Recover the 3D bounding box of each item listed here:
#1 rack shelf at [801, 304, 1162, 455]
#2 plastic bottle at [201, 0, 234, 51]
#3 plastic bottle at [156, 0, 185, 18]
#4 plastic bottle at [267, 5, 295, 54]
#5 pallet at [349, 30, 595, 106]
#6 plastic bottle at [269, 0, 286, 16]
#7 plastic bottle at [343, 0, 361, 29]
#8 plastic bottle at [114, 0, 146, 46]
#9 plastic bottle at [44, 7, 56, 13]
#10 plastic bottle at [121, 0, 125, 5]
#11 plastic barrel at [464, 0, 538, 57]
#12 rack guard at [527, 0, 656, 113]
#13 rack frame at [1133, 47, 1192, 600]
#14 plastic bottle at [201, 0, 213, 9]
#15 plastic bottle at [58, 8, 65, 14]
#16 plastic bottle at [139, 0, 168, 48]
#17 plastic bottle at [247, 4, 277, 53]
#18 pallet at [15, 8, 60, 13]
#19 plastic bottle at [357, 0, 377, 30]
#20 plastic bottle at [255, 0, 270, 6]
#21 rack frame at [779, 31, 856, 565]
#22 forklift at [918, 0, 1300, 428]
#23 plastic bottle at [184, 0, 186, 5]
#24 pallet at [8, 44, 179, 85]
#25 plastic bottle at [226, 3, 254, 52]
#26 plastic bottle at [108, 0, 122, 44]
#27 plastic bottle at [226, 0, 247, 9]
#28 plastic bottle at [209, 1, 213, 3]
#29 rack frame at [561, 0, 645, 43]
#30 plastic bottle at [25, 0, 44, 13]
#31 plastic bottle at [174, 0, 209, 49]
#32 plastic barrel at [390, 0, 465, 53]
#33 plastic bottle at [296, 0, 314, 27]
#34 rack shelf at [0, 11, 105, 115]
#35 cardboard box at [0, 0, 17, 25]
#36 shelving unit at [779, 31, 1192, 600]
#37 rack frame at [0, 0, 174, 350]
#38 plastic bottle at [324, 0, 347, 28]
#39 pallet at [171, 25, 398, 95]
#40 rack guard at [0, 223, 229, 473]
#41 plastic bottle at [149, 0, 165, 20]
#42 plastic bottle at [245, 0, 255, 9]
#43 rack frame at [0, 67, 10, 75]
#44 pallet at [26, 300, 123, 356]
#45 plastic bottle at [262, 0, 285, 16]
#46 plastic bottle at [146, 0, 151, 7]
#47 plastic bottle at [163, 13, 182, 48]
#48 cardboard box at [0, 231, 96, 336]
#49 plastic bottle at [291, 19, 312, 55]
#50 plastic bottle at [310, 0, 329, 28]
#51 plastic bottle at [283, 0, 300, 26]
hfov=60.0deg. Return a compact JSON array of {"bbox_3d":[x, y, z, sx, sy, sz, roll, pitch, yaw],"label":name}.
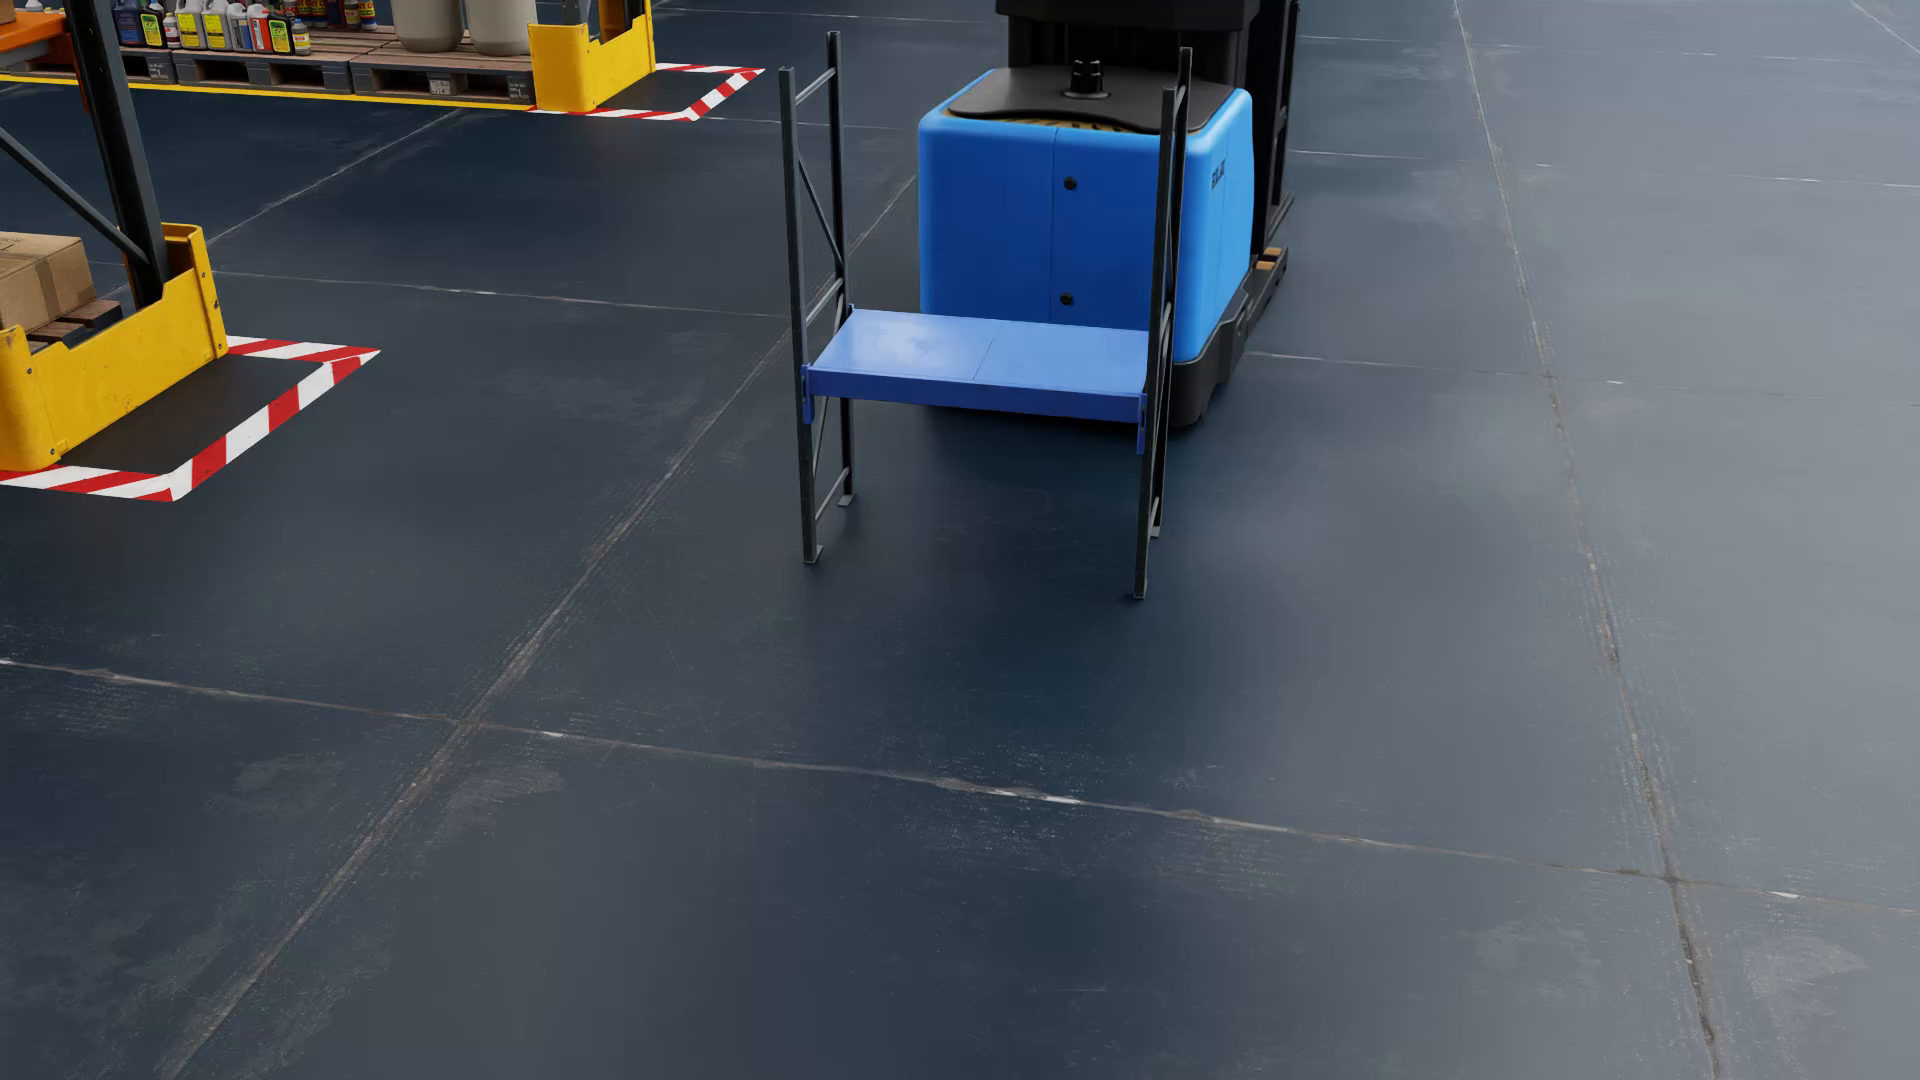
[{"bbox_3d":[0.083,-0.492,4.961,1.000,0.185,0.538,6,29,11],"label":"rack shelf"},{"bbox_3d":[-4.604,-3.236,10.337,0.185,0.351,0.144,7,29,13],"label":"plastic bottle"},{"bbox_3d":[-5.217,-3.539,10.968,0.135,0.276,0.152,6,29,11],"label":"plastic bottle"},{"bbox_3d":[-4.183,-3.143,10.237,0.133,0.283,0.061,7,29,12],"label":"plastic bottle"},{"bbox_3d":[-3.054,-3.006,10.521,1.213,0.211,1.003,6,29,11],"label":"pallet"},{"bbox_3d":[-4.516,-3.549,10.992,0.097,0.271,0.097,0,29,0],"label":"plastic bottle"},{"bbox_3d":[-3.986,-3.464,10.909,0.097,0.201,0.097,0,29,0],"label":"plastic bottle"},{"bbox_3d":[-5.201,-3.297,10.449,0.185,0.351,0.144,5,29,8],"label":"plastic bottle"},{"bbox_3d":[-5.769,-3.278,10.570,0.097,0.201,0.097,0,29,0],"label":"plastic bottle"},{"bbox_3d":[-5.356,-3.384,10.607,0.185,0.351,0.144,6,29,11],"label":"plastic bottle"},{"bbox_3d":[-2.836,-3.283,10.276,0.421,0.512,0.421,0,29,0],"label":"plastic barrel"},{"bbox_3d":[-2.261,-3.049,10.298,0.348,0.500,1.175,6,29,11],"label":"rack guard"},{"bbox_3d":[0.581,-0.598,4.781,0.032,1.500,0.500,6,29,11],"label":"rack frame"},{"bbox_3d":[-4.779,-3.294,10.521,0.135,0.276,0.152,6,29,11],"label":"plastic bottle"},{"bbox_3d":[-5.670,-3.268,10.552,0.097,0.201,0.097,0,29,0],"label":"plastic bottle"},{"bbox_3d":[-5.049,-3.231,10.399,0.133,0.283,0.061,7,30,13],"label":"plastic bottle"},{"bbox_3d":[-4.305,-3.174,10.303,0.135,0.276,0.152,6,29,11],"label":"plastic bottle"},{"bbox_3d":[-6.865,-3.398,11.237,1.213,0.211,1.003,6,29,11],"label":"pallet"},{"bbox_3d":[-3.885,-3.484,10.873,0.097,0.271,0.097,0,29,0],"label":"plastic bottle"},{"bbox_3d":[-4.616,-3.528,11.027,0.097,0.201,0.097,0,29,0],"label":"plastic bottle"},{"bbox_3d":[-0.414,-0.700,4.967,0.032,1.500,0.500,6,29,11],"label":"rack frame"},{"bbox_3d":[0.804,-2.370,6.527,1.130,2.935,3.031,9,30,17],"label":"forklift"},{"bbox_3d":[-5.211,-3.643,11.082,0.185,0.351,0.144,4,29,8],"label":"plastic bottle"},{"bbox_3d":[-5.441,-3.251,10.968,1.213,0.211,1.003,6,29,11],"label":"pallet"},{"bbox_3d":[-4.441,-3.188,10.328,0.135,0.276,0.152,5,29,9],"label":"plastic bottle"},{"bbox_3d":[-5.386,-3.316,10.484,0.185,0.351,0.144,7,29,12],"label":"plastic bottle"},{"bbox_3d":[-4.759,-3.513,10.914,0.133,0.283,0.061,6,29,11],"label":"plastic bottle"},{"bbox_3d":[-4.891,-3.531,10.946,0.133,0.283,0.061,6,29,11],"label":"plastic bottle"},{"bbox_3d":[-2.177,-4.160,9.724,0.127,3.000,1.000,6,29,11],"label":"rack frame"},{"bbox_3d":[-5.869,-3.319,10.572,0.097,0.271,0.097,0,29,0],"label":"plastic bottle"},{"bbox_3d":[-4.786,-3.254,10.371,0.185,0.351,0.144,6,29,10],"label":"plastic bottle"},{"bbox_3d":[-3.327,-3.333,10.368,0.421,0.512,0.421,0,29,0],"label":"plastic barrel"},{"bbox_3d":[-4.318,-3.528,10.954,0.097,0.271,0.097,0,29,0],"label":"plastic bottle"},{"bbox_3d":[-5.171,-1.719,6.015,4.000,0.370,1.077,6,29,11],"label":"rack shelf"},{"bbox_3d":[-3.669,-1.931,5.549,0.500,0.500,0.700,6,29,11],"label":"cardboard box"},{"bbox_3d":[0.083,-0.649,4.874,1.048,1.500,0.538,6,29,11],"label":"shelving unit"},{"bbox_3d":[-3.215,-1.834,5.476,0.127,3.000,1.000,6,29,11],"label":"rack frame"},{"bbox_3d":[-4.102,-3.521,10.928,0.133,0.283,0.061,6,29,11],"label":"plastic bottle"},{"bbox_3d":[-4.244,-3.129,10.746,1.213,0.211,1.003,6,29,11],"label":"pallet"},{"bbox_3d":[-3.191,-0.735,6.072,0.348,0.500,1.175,6,29,11],"label":"rack guard"},{"bbox_3d":[-5.050,-3.265,10.473,0.097,0.271,0.097,0,29,0],"label":"plastic bottle"},{"bbox_3d":[-4.737,-3.560,11.007,0.135,0.276,0.152,6,29,11],"label":"plastic bottle"},{"bbox_3d":[-6.089,-4.561,10.457,0.127,3.000,1.000,6,29,11],"label":"rack frame"},{"bbox_3d":[-3.972,-0.668,6.250,1.213,0.211,1.003,6,29,11],"label":"pallet"},{"bbox_3d":[-4.284,-3.228,10.393,0.133,0.283,0.061,6,29,11],"label":"plastic bottle"},{"bbox_3d":[-5.429,-3.595,10.993,0.185,0.351,0.144,6,29,11],"label":"plastic bottle"},{"bbox_3d":[-4.929,-3.192,10.413,0.097,0.201,0.097,0,29,0],"label":"plastic bottle"},{"bbox_3d":[-3.693,-0.970,6.325,0.500,0.250,0.500,6,29,11],"label":"cardboard box"},{"bbox_3d":[-4.064,-3.104,10.251,0.097,0.201,0.097,0,29,0],"label":"plastic bottle"},{"bbox_3d":[-4.220,-3.518,10.936,0.097,0.271,0.097,0,29,0],"label":"plastic bottle"},{"bbox_3d":[-4.415,-3.508,10.989,0.097,0.201,0.097,0,29,0],"label":"plastic bottle"}]
